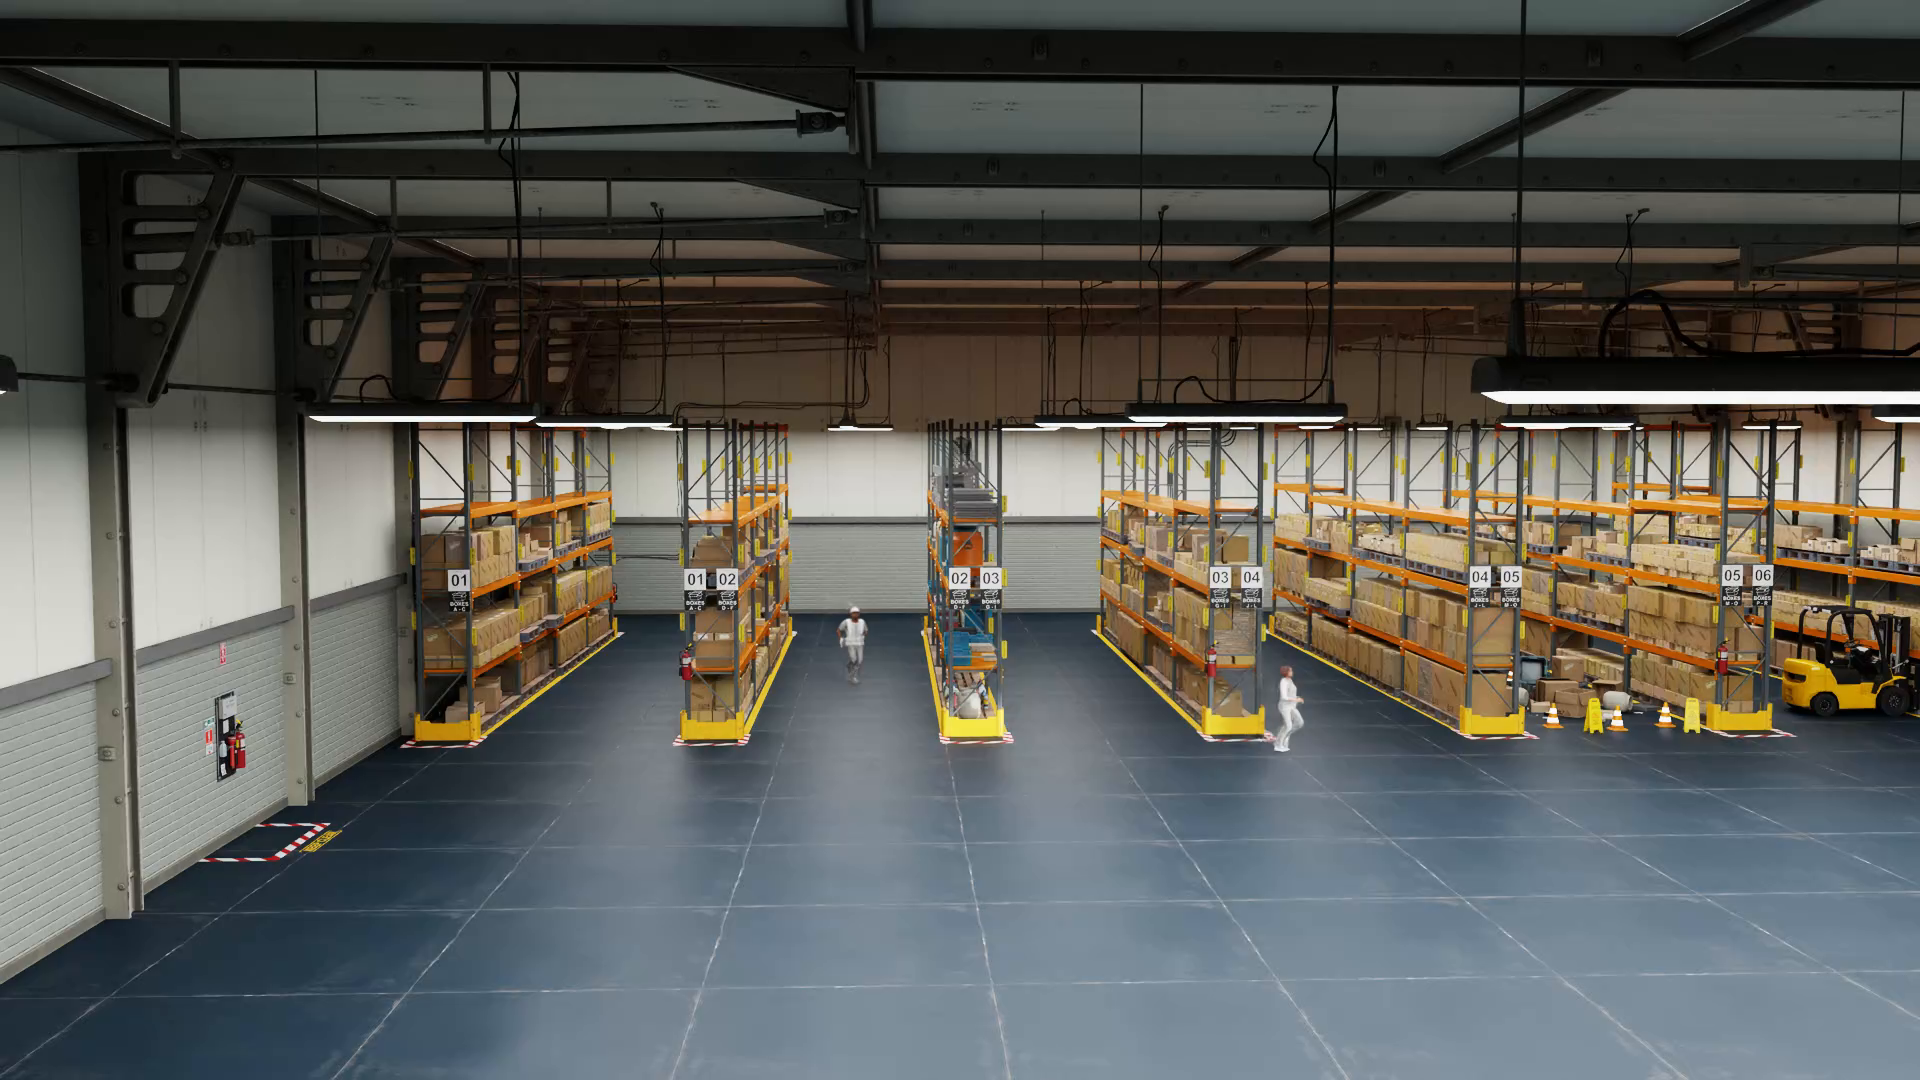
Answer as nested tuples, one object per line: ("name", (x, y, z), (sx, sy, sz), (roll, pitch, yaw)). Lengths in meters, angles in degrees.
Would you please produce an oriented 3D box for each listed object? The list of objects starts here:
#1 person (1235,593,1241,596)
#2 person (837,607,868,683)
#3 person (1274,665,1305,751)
("person", (7.889, 1.868, 45.952), (0.656, 1.772, 0.980), (0, 4, -5))
("person", (-2.392, 2.405, 37.928), (0.670, 1.739, 0.636), (-2, 4, -22))
("person", (5.929, 3.028, 29.859), (0.579, 1.547, 0.550), (2, 4, 32))
